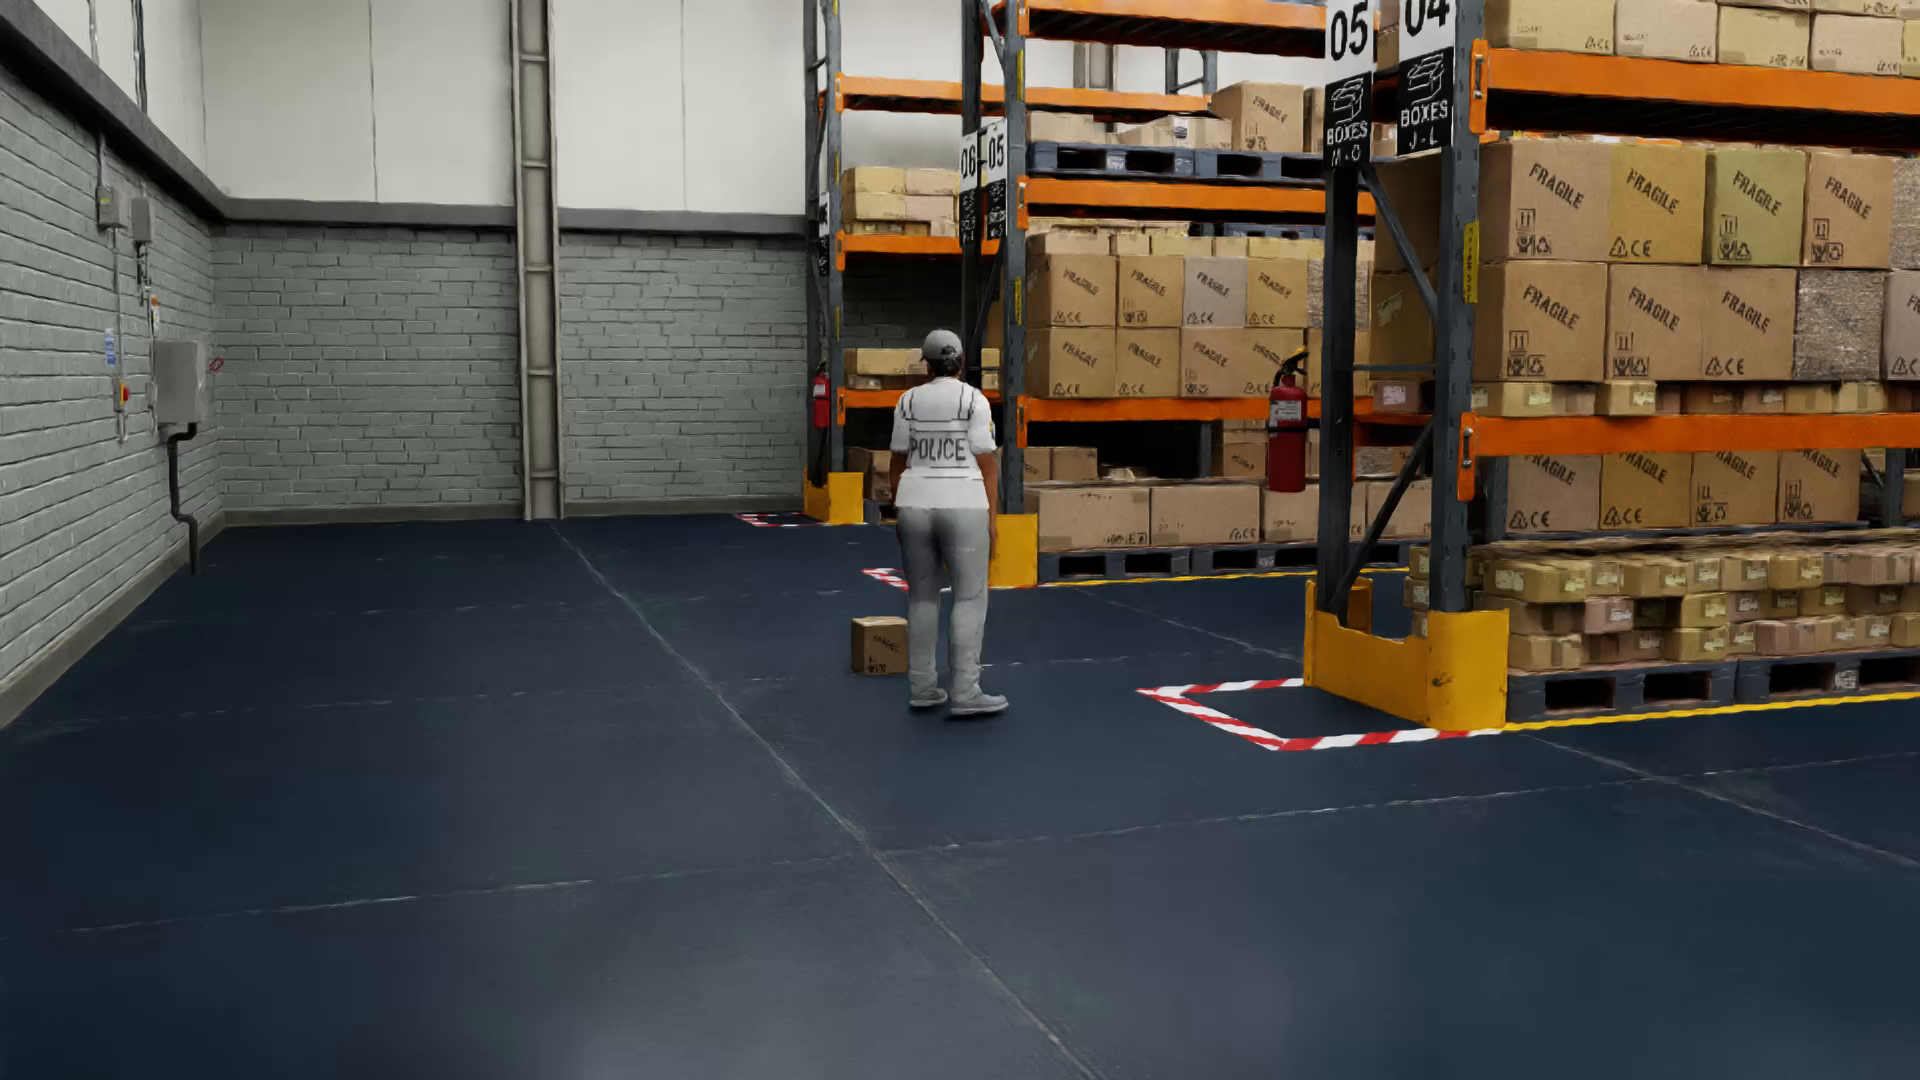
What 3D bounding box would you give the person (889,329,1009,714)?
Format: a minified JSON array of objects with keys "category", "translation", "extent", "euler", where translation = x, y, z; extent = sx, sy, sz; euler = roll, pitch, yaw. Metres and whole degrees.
[{"category":"person","translation":[-0.044,-0.083,7.269],"extent":[0.526,1.670,0.409],"euler":[3,6,23]}]
